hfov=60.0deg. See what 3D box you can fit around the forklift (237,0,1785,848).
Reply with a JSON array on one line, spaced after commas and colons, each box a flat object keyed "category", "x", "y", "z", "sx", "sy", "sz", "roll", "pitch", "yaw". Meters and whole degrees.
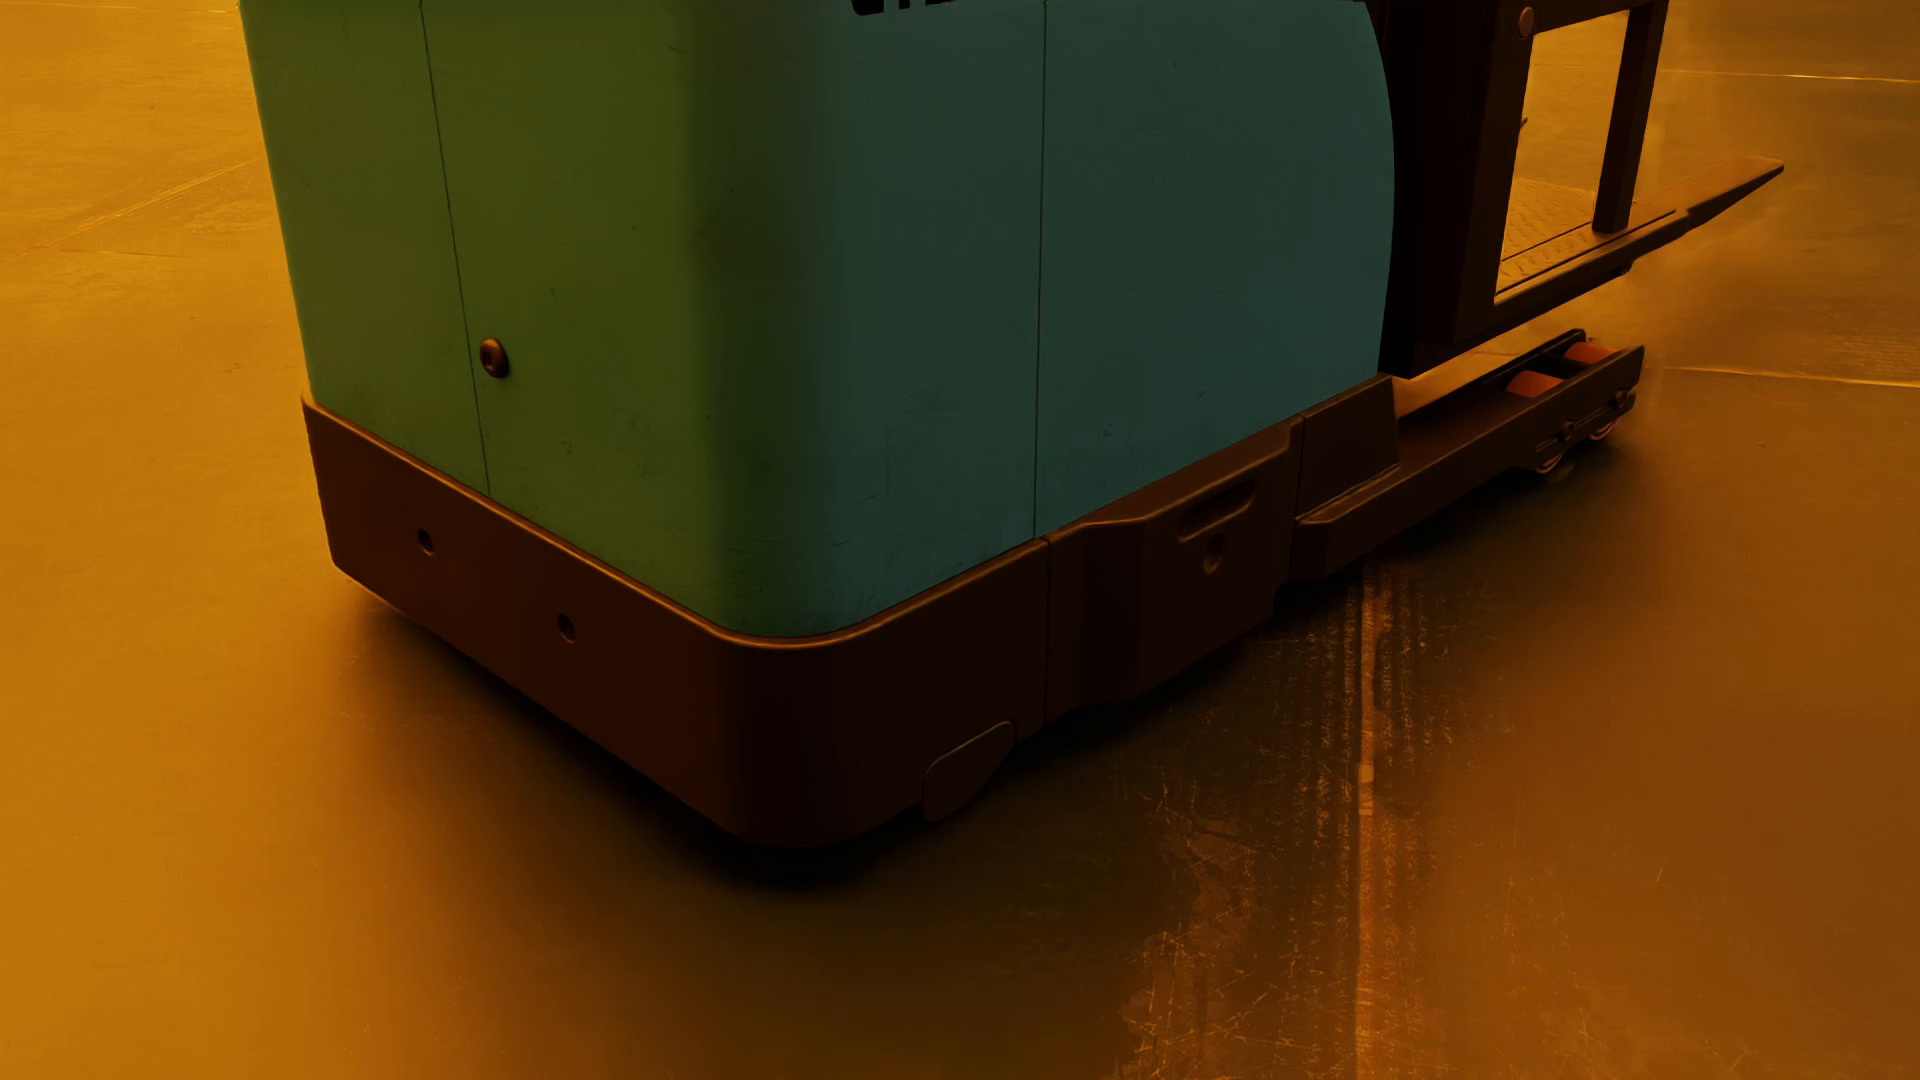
[{"category": "forklift", "x": 0.515, "y": -1.560, "z": 2.337, "sx": 1.130, "sy": 2.935, "sz": 3.031, "roll": 24, "pitch": 35, "yaw": 39}]
